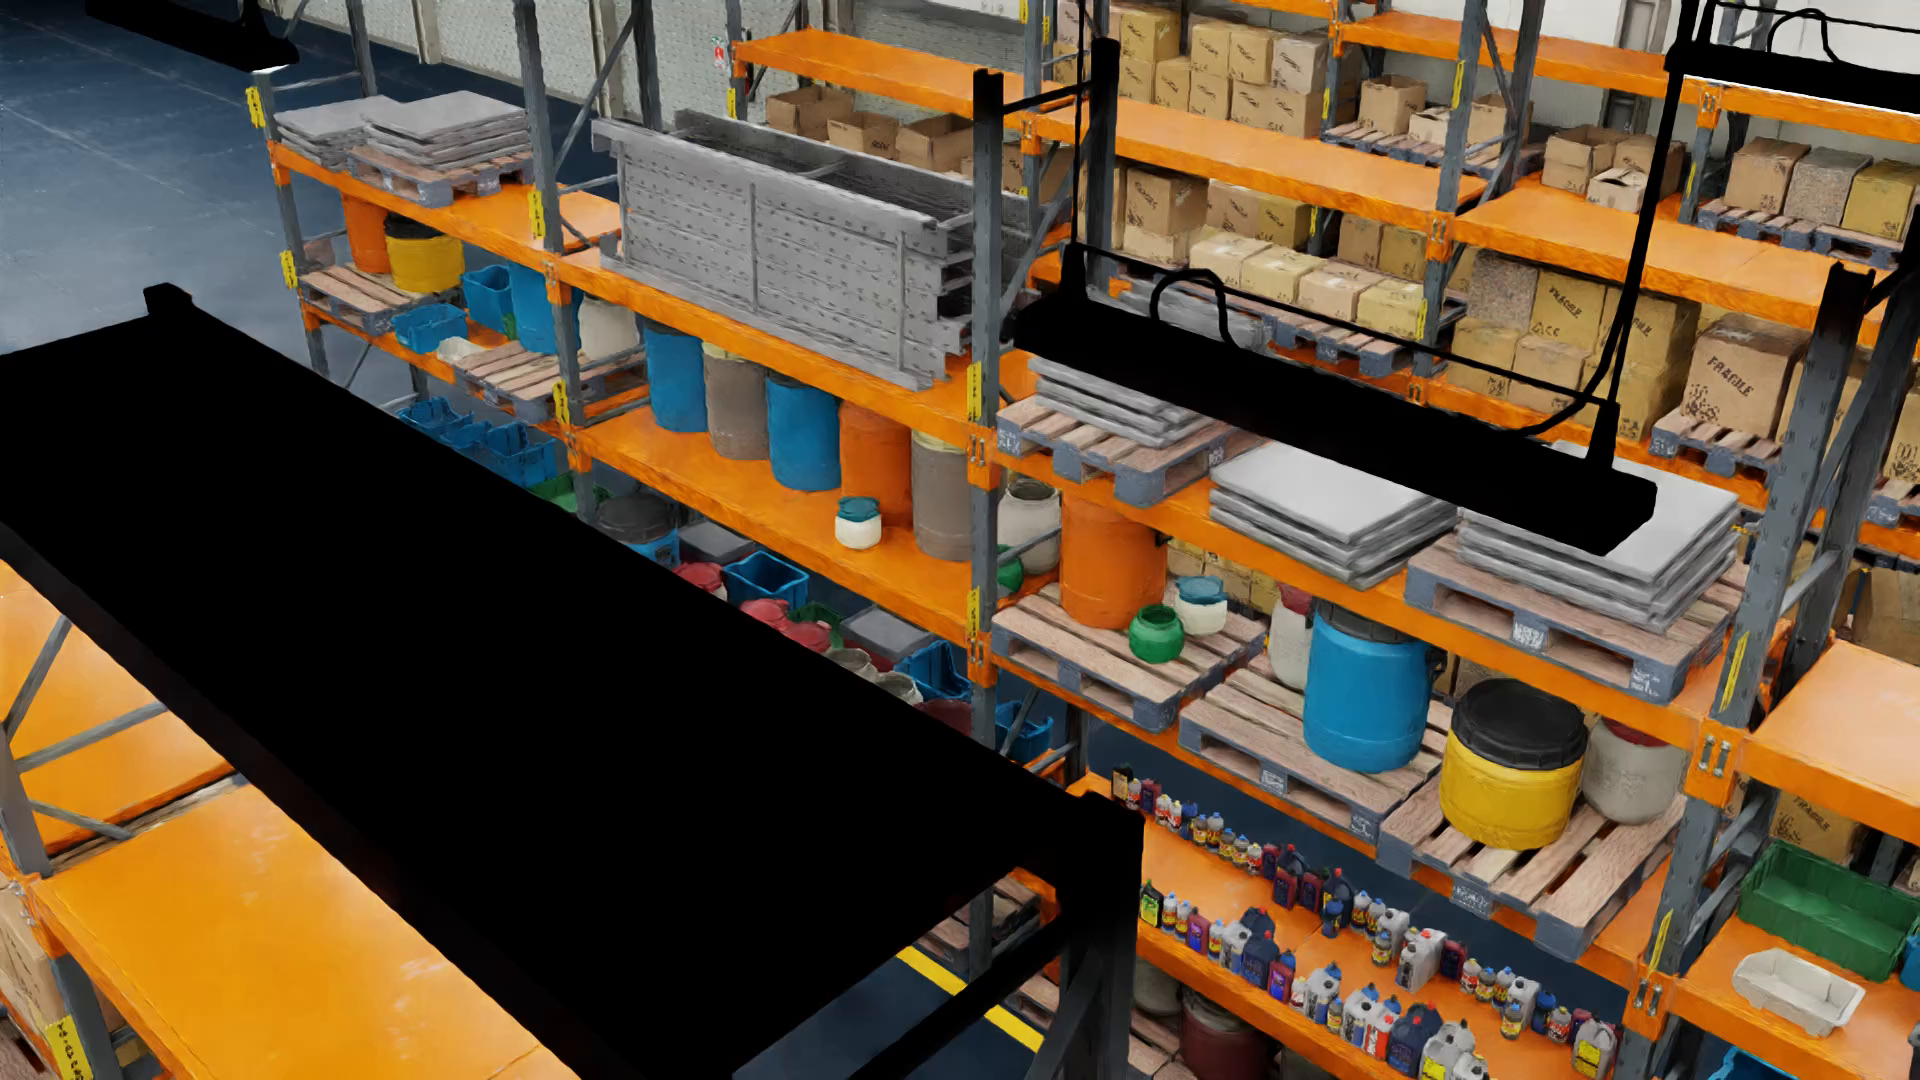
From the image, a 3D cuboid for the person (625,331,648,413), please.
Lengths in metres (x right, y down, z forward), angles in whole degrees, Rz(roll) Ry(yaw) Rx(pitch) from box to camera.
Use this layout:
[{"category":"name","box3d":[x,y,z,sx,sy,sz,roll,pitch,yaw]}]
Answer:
[{"category":"person","box3d":[-3.628,-2.199,18.451,0.496,1.660,0.649,-3,30,-6]}]

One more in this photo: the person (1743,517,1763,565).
[{"category":"person","box3d":[6.536,0.544,13.638,0.497,1.578,1.090,-25,38,-37]}]
